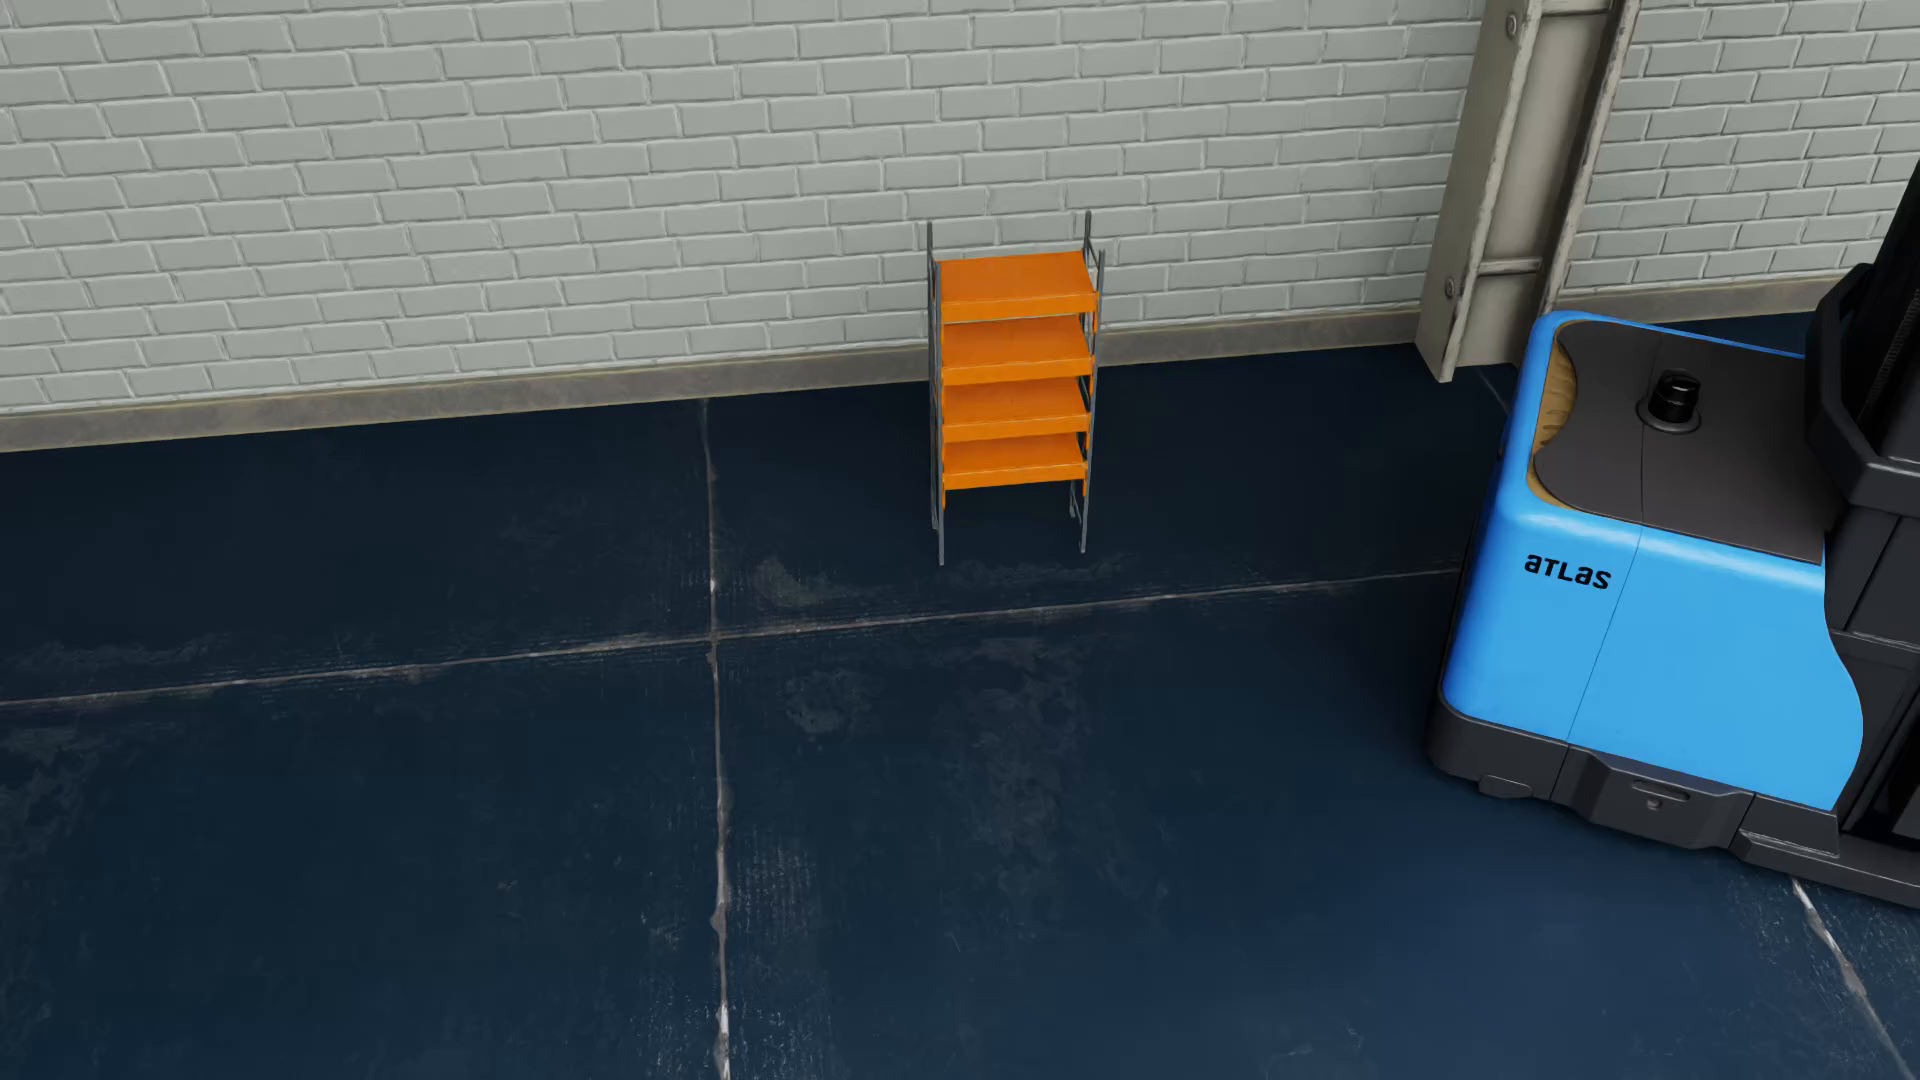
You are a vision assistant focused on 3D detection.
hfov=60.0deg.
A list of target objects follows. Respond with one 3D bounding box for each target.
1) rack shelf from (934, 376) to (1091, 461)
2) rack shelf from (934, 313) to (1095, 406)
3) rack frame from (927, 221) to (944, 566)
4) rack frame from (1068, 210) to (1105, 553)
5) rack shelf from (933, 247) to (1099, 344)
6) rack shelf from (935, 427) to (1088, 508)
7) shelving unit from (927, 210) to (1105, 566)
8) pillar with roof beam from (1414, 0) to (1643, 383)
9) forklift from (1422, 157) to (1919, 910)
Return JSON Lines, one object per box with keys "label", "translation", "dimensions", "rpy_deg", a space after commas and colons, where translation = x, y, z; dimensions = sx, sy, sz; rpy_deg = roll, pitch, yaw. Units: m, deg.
{"label": "rack shelf", "translation": [0.164, -0.410, 5.409], "dimensions": [0.480, 0.148, 0.258], "rpy_deg": [-5, 42, -6]}
{"label": "rack shelf", "translation": [0.164, -0.576, 5.259], "dimensions": [0.480, 0.148, 0.258], "rpy_deg": [-5, 42, -6]}
{"label": "rack frame", "translation": [-0.078, -0.439, 5.341], "dimensions": [0.015, 1.200, 0.240], "rpy_deg": [-5, 42, -6]}
{"label": "rack frame", "translation": [0.406, -0.481, 5.388], "dimensions": [0.015, 1.200, 0.240], "rpy_deg": [-5, 42, -6]}
{"label": "rack shelf", "translation": [0.164, -0.752, 5.101], "dimensions": [0.480, 0.148, 0.258], "rpy_deg": [-5, 42, -6]}
{"label": "rack shelf", "translation": [0.164, -0.263, 5.542], "dimensions": [0.480, 0.148, 0.258], "rpy_deg": [-5, 42, -6]}
{"label": "shelving unit", "translation": [0.164, -0.460, 5.364], "dimensions": [0.503, 1.200, 0.258], "rpy_deg": [-5, 42, -6]}
{"label": "pillar with roof beam", "translation": [2.581, -1.210, 0.373], "dimensions": [0.400, 9.000, 9.100], "rpy_deg": [-5, 42, -6]}
{"label": "forklift", "translation": [2.949, -0.339, 3.937], "dimensions": [3.031, 2.935, 1.130], "rpy_deg": [14, 44, 15]}
